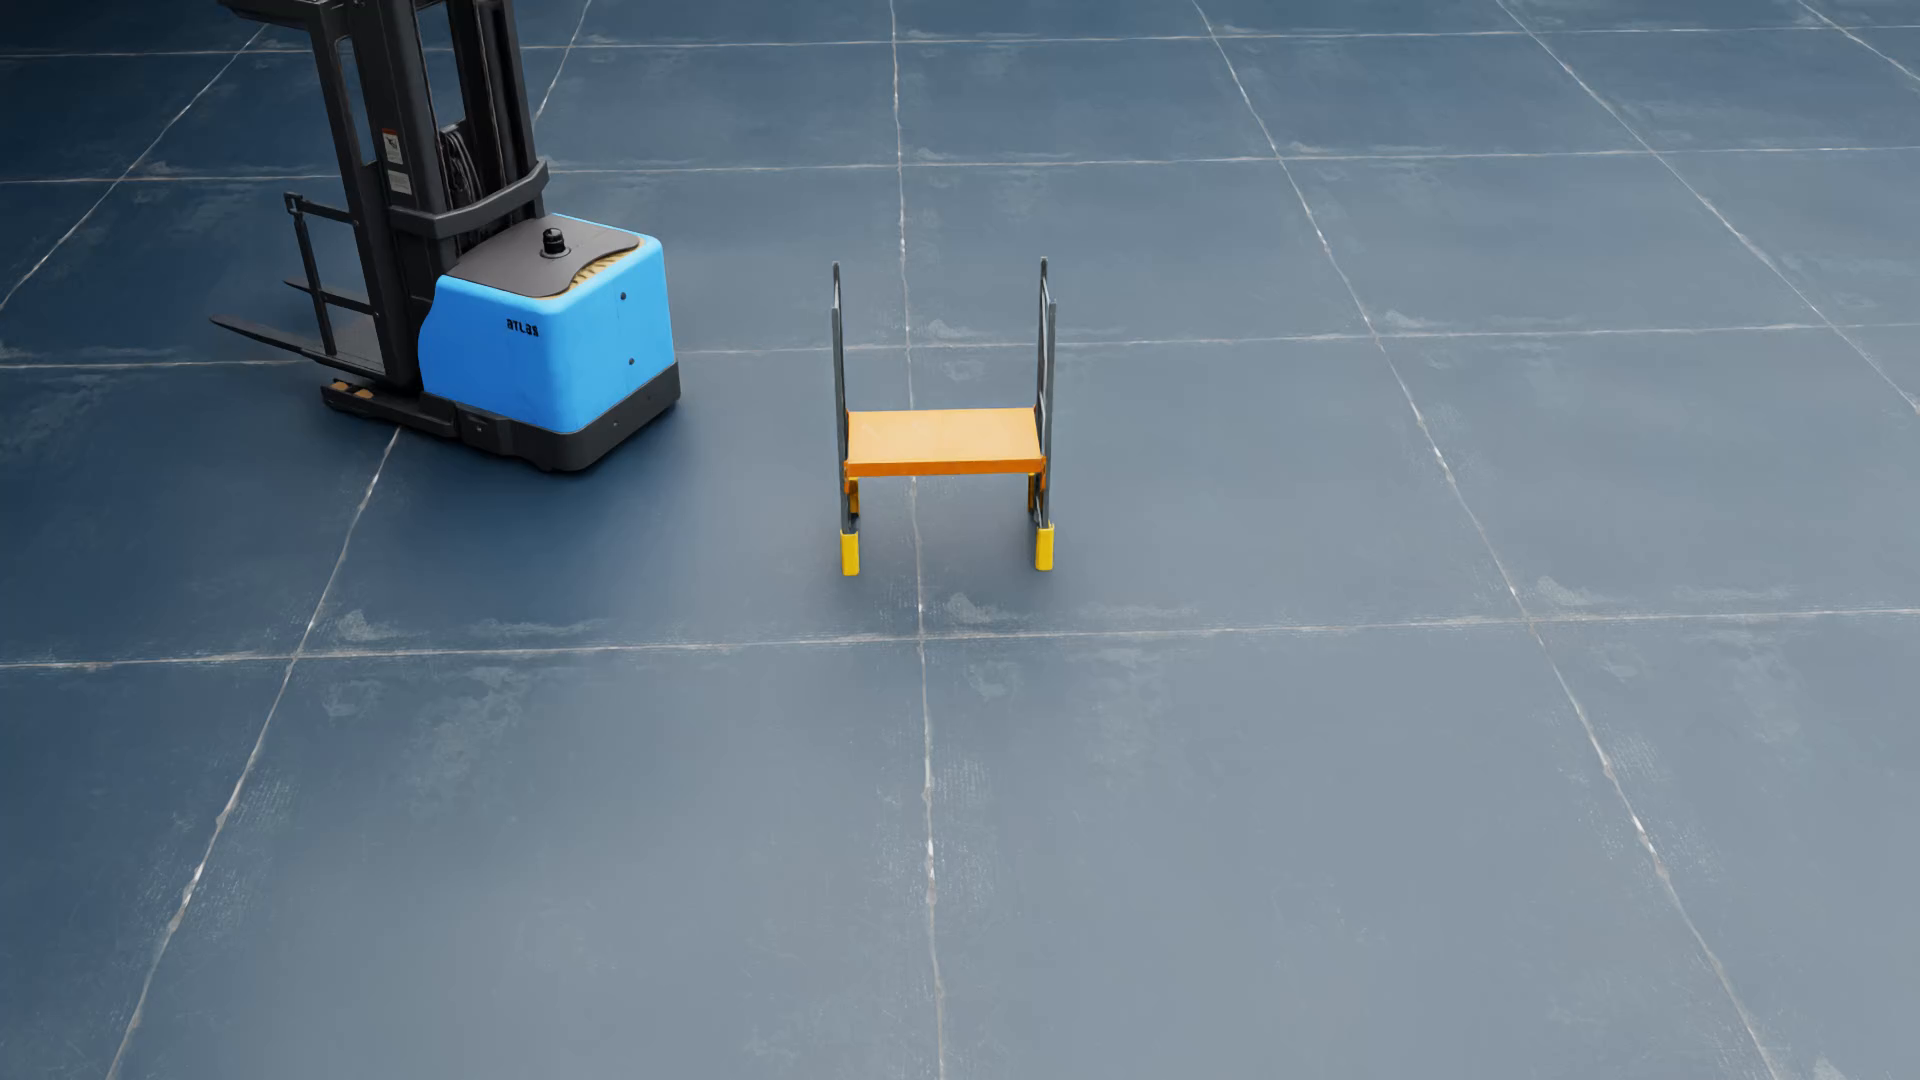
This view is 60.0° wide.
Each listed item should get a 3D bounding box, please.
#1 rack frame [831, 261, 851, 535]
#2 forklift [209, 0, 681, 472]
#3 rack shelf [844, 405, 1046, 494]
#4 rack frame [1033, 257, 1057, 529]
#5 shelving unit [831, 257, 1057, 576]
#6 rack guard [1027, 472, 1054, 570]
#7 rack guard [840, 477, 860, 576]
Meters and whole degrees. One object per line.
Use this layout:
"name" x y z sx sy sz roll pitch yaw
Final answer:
"rack frame" -0.593 -0.601 8.336 0.032 1.500 0.500 -2 35 -2
"forklift" -3.207 -2.173 9.351 3.031 2.935 1.130 17 38 23
"rack shelf" -0.085 -0.467 8.458 1.000 0.185 0.538 -2 35 -2
"rack frame" 0.423 -0.628 8.376 0.032 1.500 0.500 -2 35 -2
"shelving unit" -0.076 -0.615 8.356 1.083 1.500 0.587 -2 35 -2
"rack guard" 0.421 -0.114 8.732 0.087 0.250 0.587 -2 35 -2
"rack guard" -0.574 -0.087 8.693 0.087 0.250 0.587 -2 35 -2
